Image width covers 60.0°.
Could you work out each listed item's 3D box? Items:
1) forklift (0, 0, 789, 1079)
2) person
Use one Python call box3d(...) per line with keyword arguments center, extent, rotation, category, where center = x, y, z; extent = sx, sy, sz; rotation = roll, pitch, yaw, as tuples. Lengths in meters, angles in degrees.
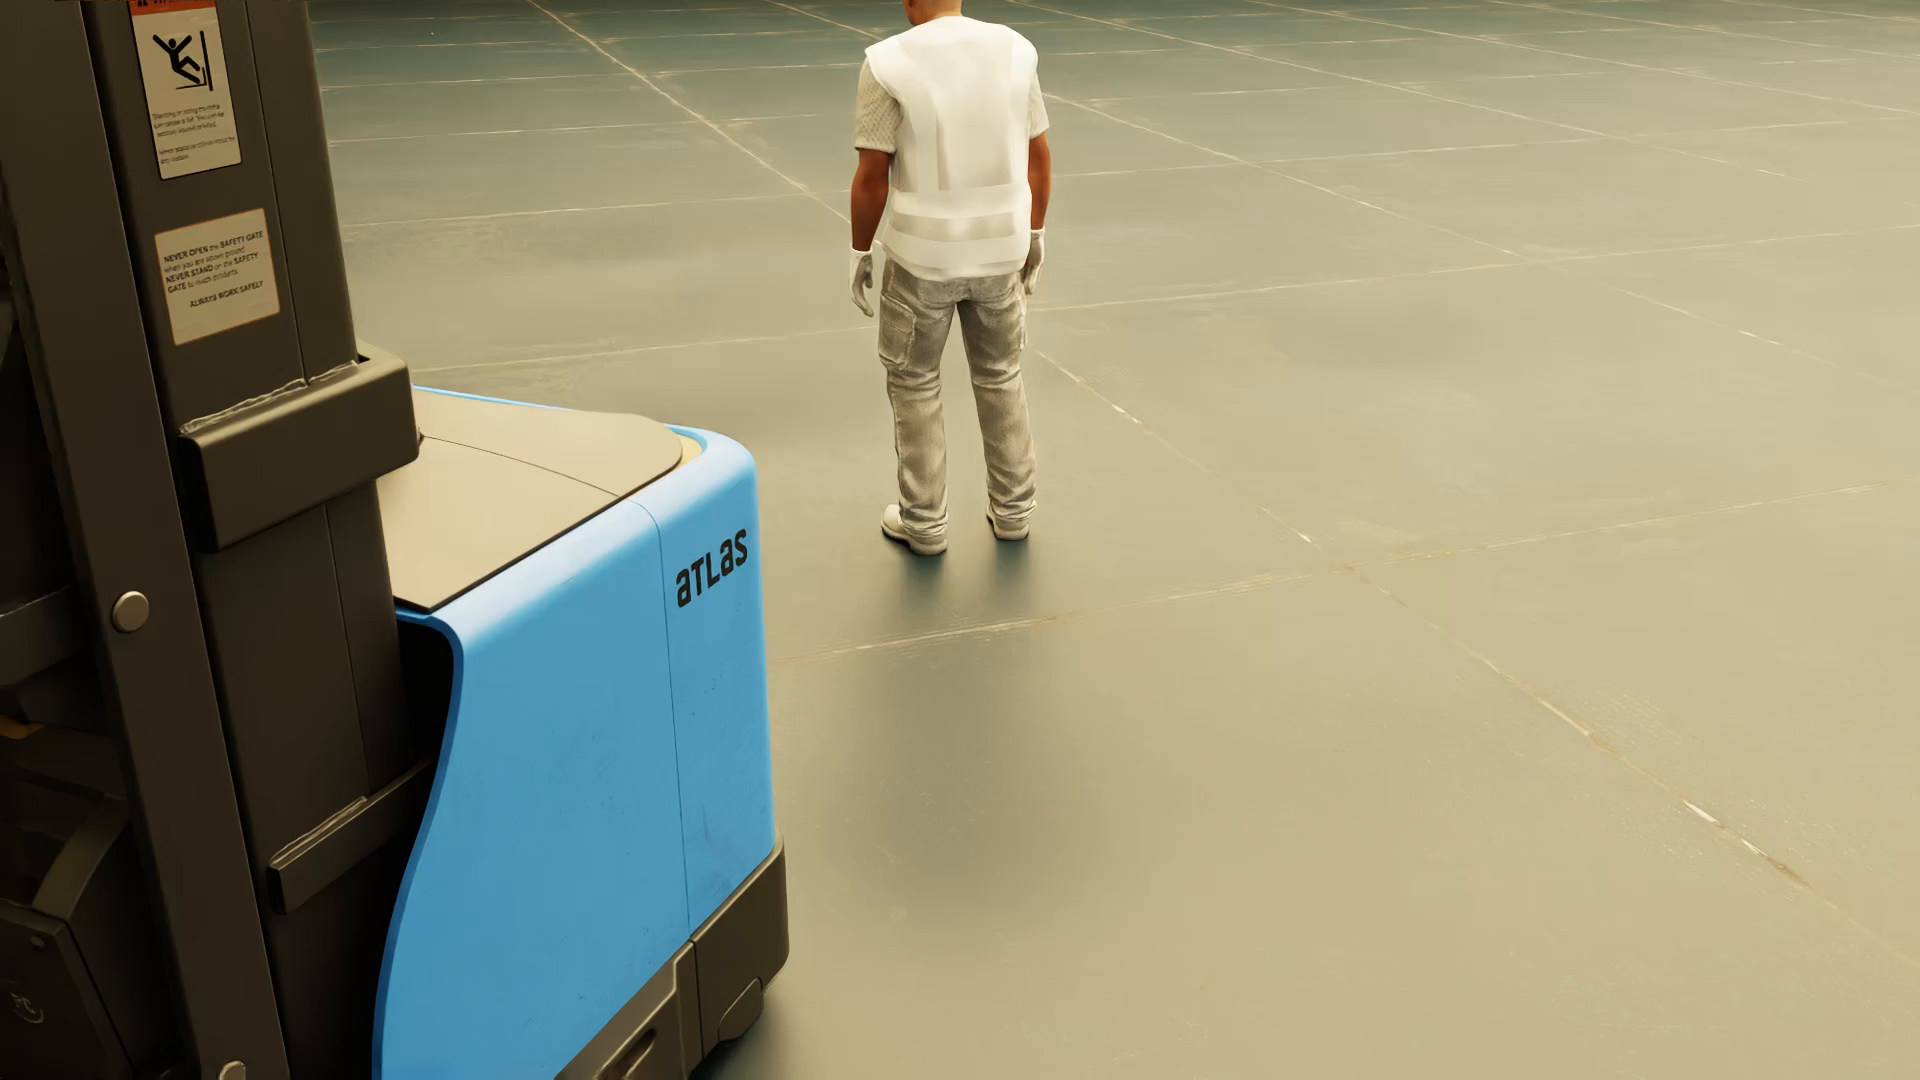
box3d(center=(-1.368, -0.084, 1.499), extent=(1.130, 2.935, 3.031), rotation=(10, 25, 22), category="forklift")
box3d(center=(-0.030, -0.827, 4.764), extent=(0.620, 1.773, 0.449), rotation=(-10, 25, -22), category="person")
